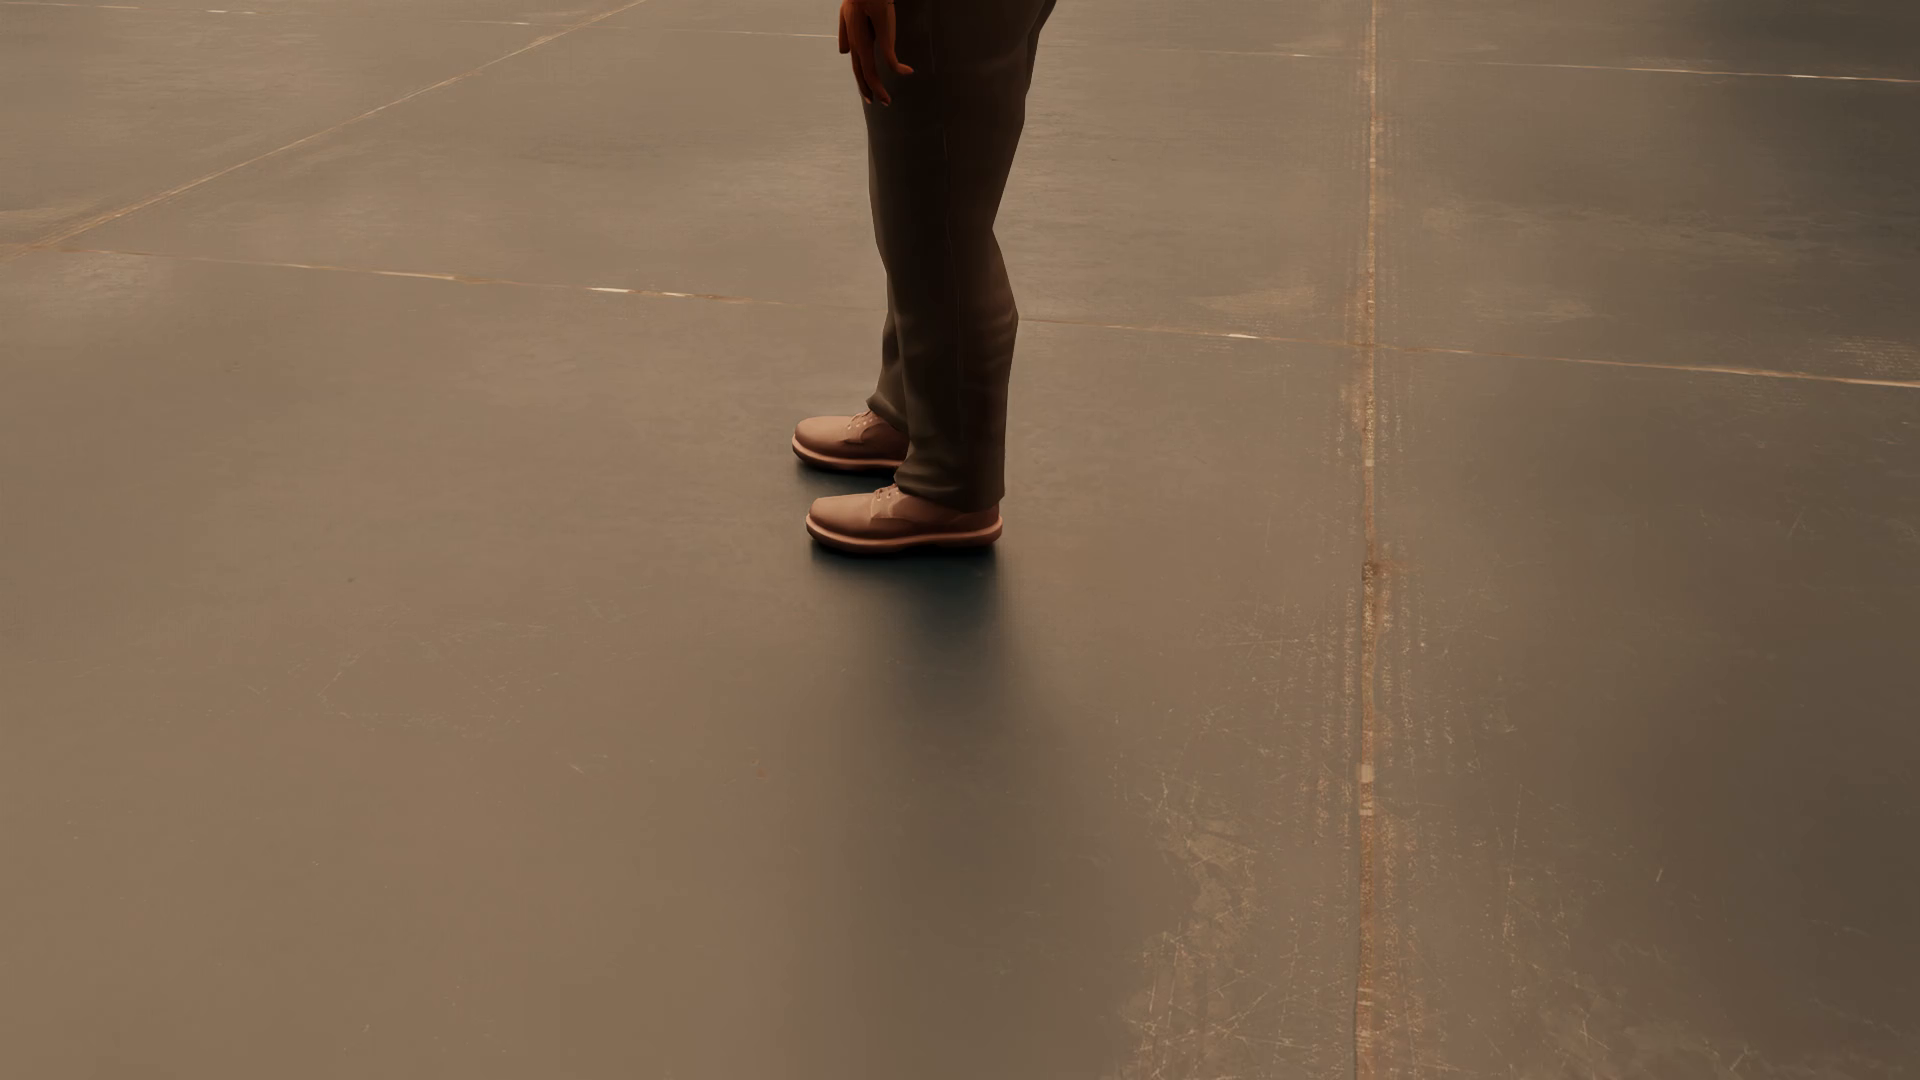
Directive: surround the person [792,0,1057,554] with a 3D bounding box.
[{"bbox_3d":[-0.082,-0.762,2.158,0.503,1.656,0.570,6,27,11],"label":"person"}]
